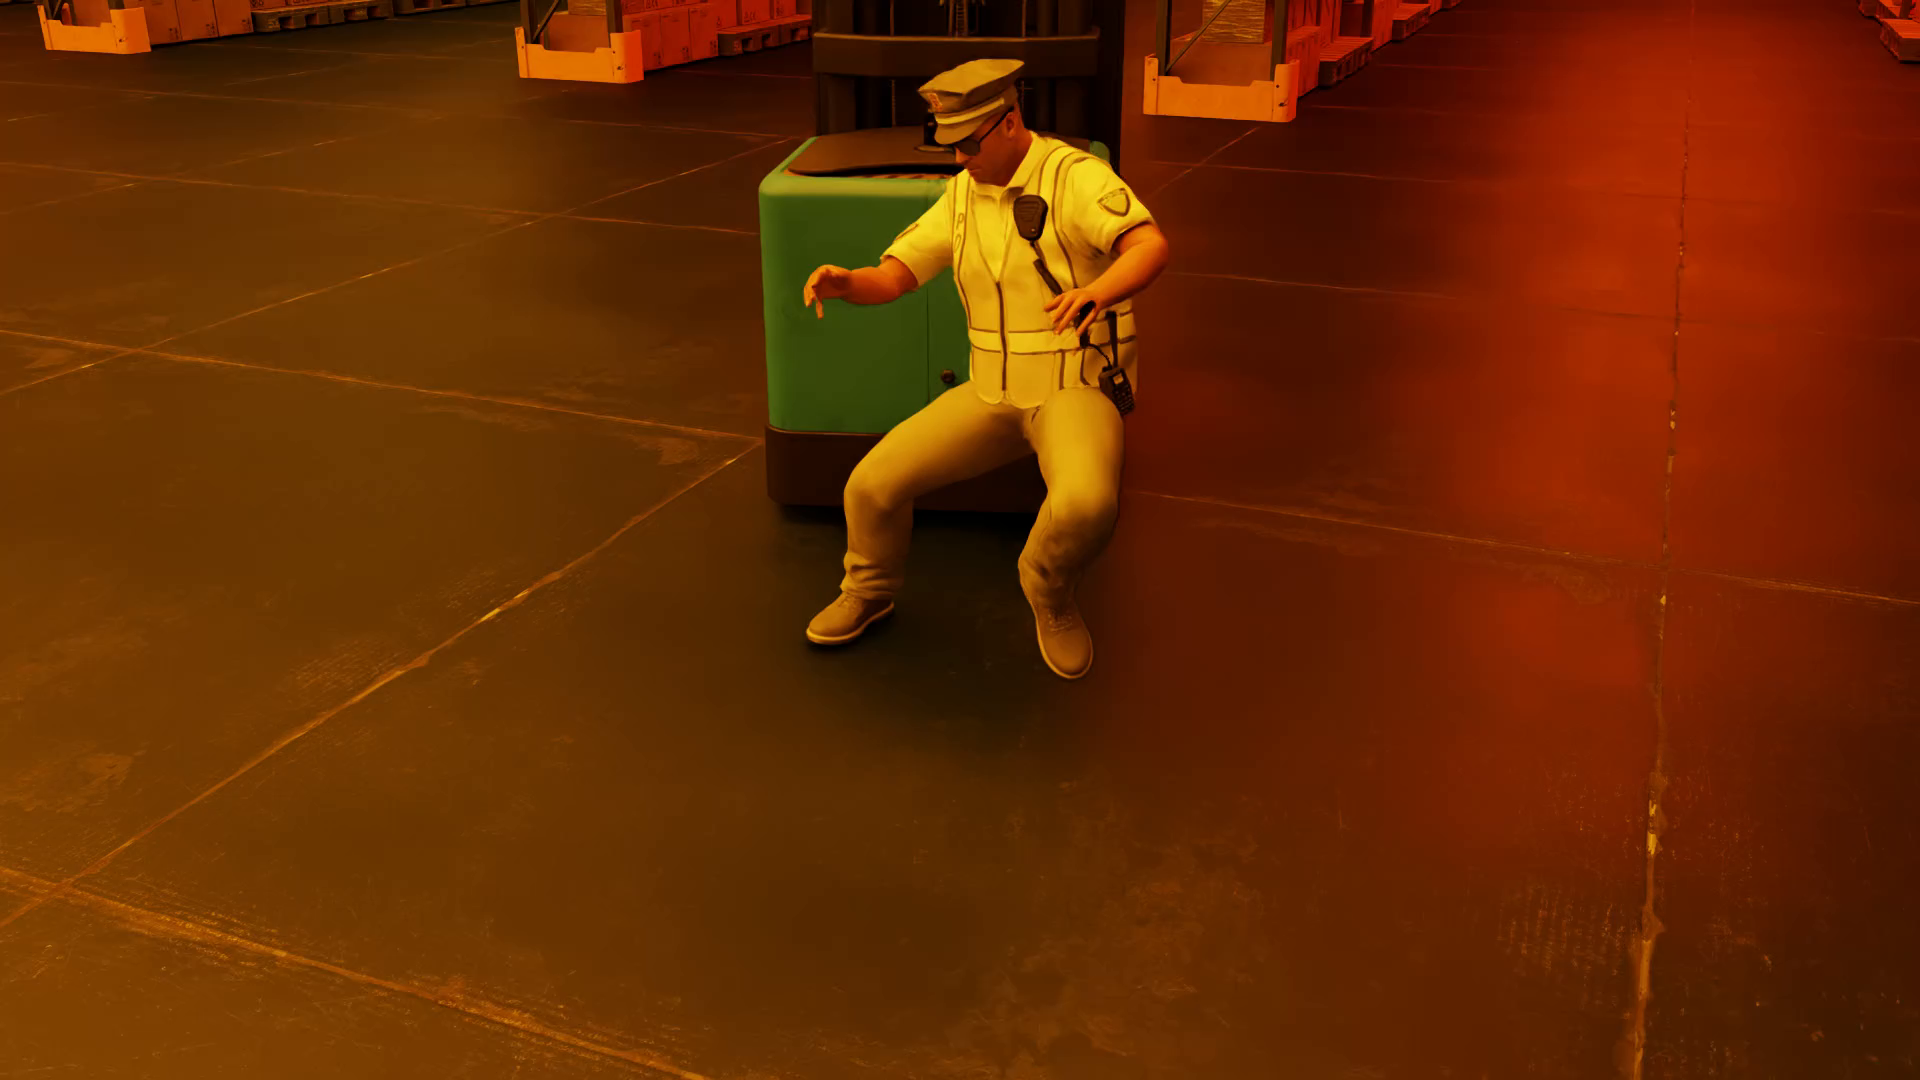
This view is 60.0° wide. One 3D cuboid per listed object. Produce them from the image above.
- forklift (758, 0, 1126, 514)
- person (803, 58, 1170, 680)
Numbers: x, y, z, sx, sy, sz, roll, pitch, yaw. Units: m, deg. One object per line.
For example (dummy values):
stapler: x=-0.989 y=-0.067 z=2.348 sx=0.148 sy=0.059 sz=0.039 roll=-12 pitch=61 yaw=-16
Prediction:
forklift: x=0.053 y=-1.959 z=5.978 sx=1.130 sy=2.935 sz=3.031 roll=2 pitch=23 yaw=5
person: x=0.045 y=-0.376 z=4.036 sx=0.916 sy=1.498 sz=0.829 roll=17 pitch=28 yaw=35
